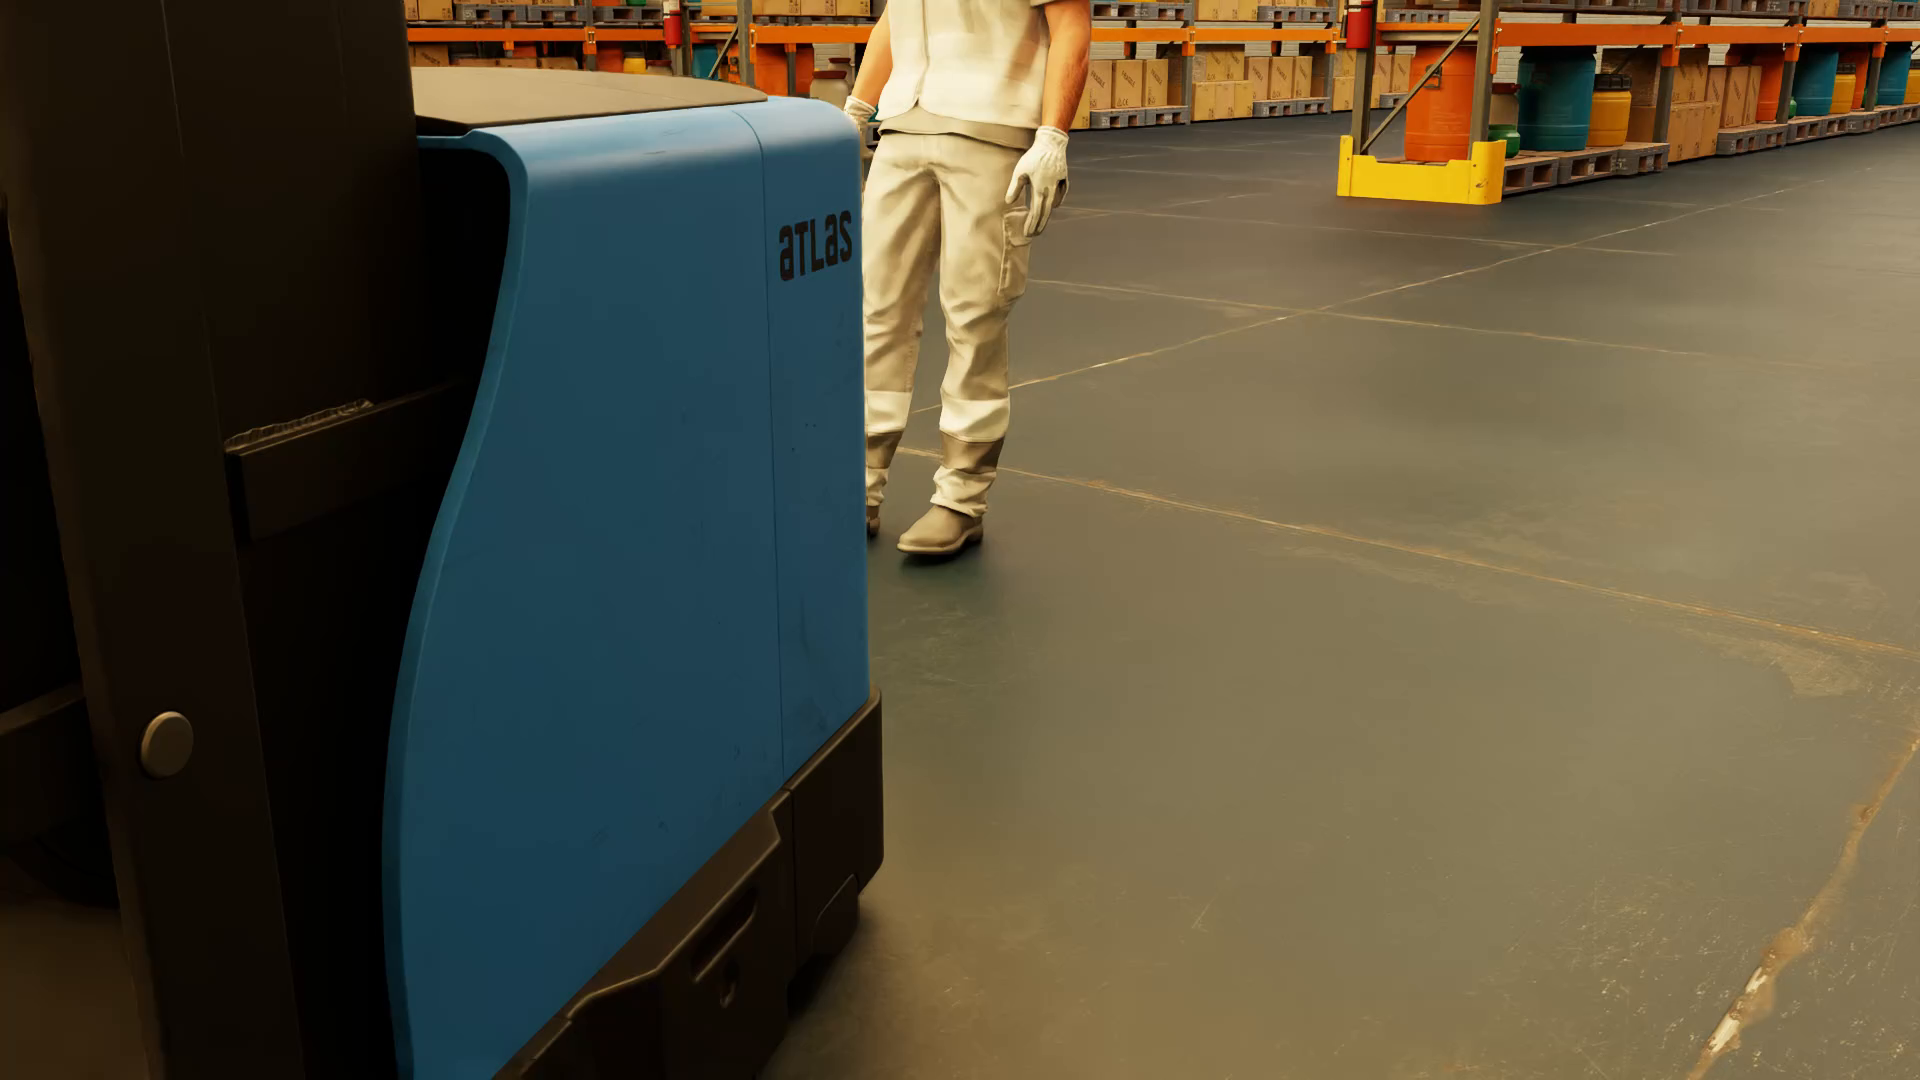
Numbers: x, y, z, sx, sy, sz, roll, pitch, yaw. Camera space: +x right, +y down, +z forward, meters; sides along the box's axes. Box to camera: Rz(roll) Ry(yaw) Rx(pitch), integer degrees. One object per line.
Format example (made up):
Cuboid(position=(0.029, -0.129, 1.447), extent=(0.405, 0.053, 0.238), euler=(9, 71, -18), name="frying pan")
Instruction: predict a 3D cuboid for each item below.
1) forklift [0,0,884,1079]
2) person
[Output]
Cuboid(position=(-1.048, -0.550, 0.707), extent=(1.130, 2.935, 3.031), euler=(5, 18, 17), name="forklift")
Cuboid(position=(-0.061, -0.847, 3.628), extent=(0.637, 1.790, 0.562), euler=(13, 21, 37), name="person")
